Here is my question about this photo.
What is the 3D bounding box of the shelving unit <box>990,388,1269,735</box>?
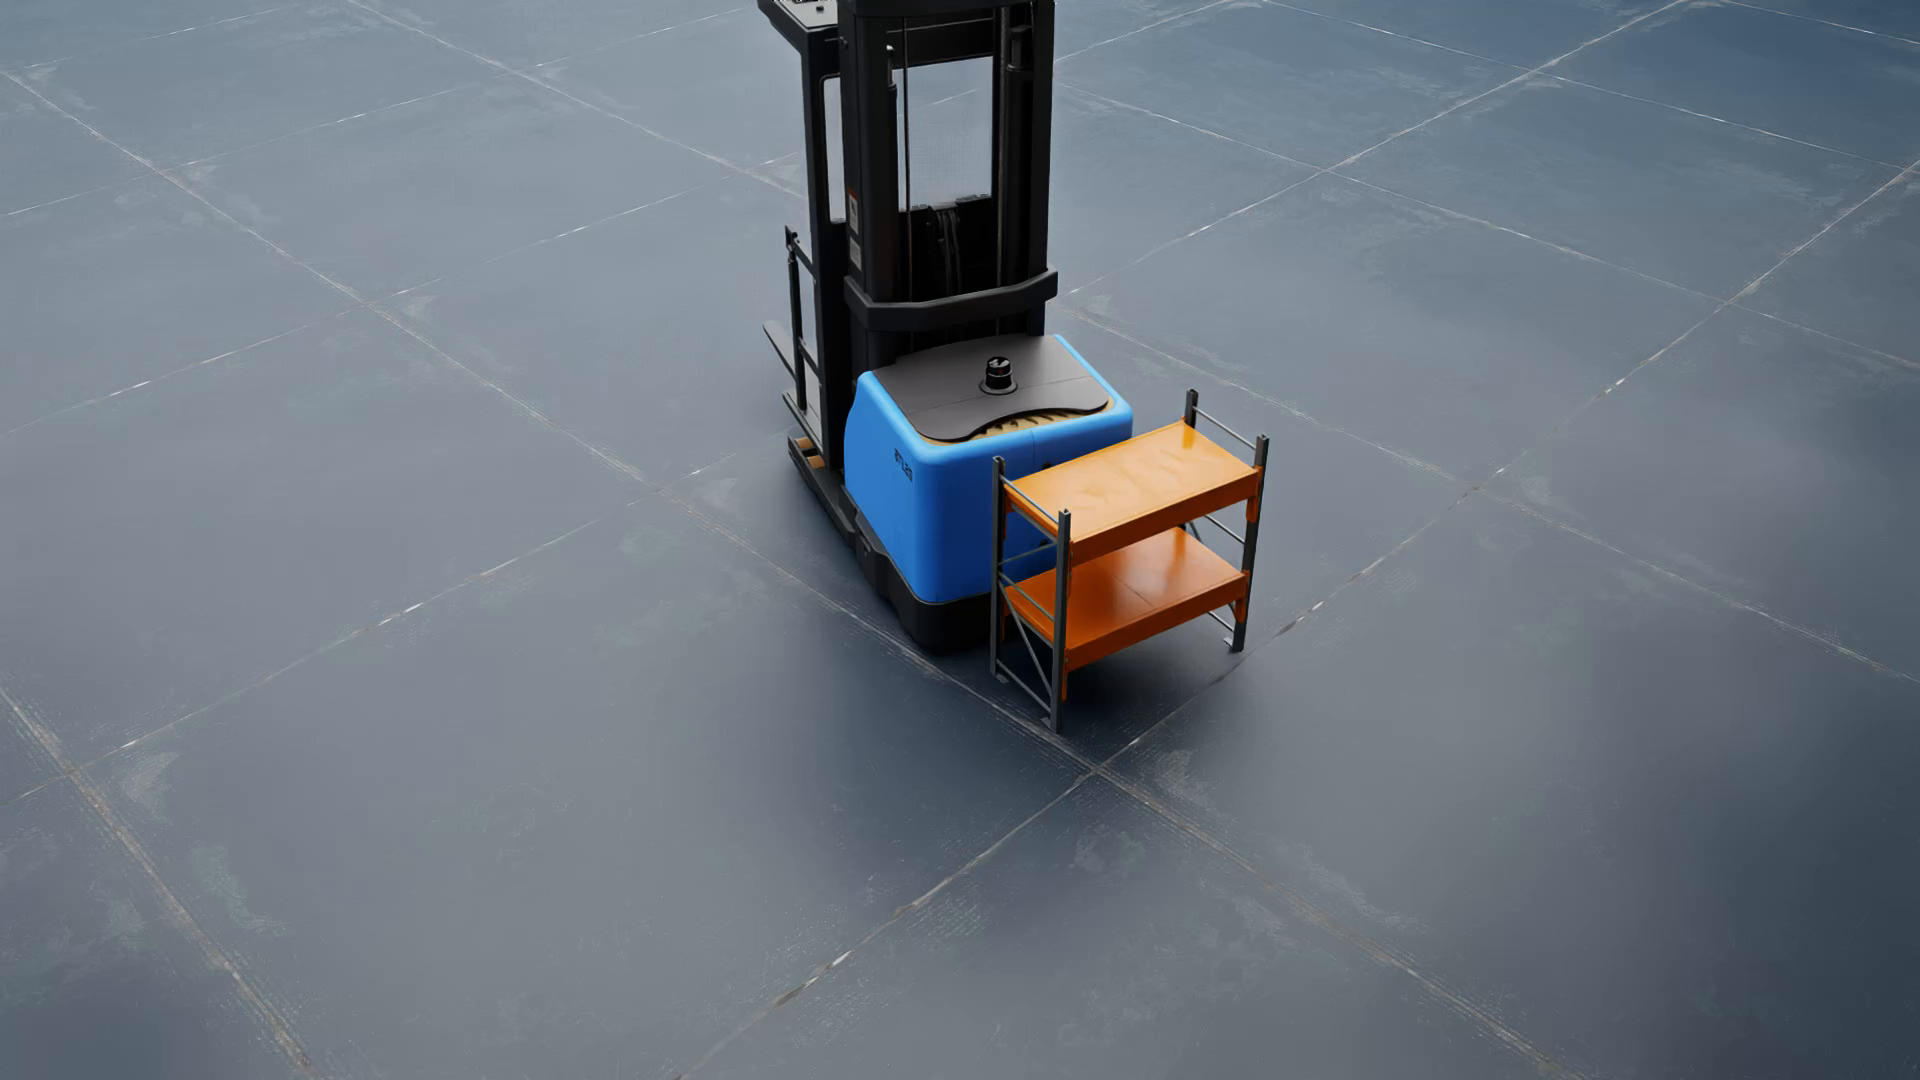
[{"bbox_3d":[0.709,0.082,7.148,1.048,1.125,0.538,-20,40,-27],"label":"shelving unit"}]

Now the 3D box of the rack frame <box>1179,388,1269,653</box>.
[{"bbox_3d":[1.134,-0.076,7.375,0.032,1.125,0.500,-20,40,-27],"label":"rack frame"}]

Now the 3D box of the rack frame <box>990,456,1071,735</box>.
[{"bbox_3d":[0.283,0.241,6.920,0.032,1.125,0.500,-20,40,-27],"label":"rack frame"}]

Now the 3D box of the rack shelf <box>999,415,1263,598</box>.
[{"bbox_3d":[0.708,-0.158,6.981,1.000,0.278,0.538,-20,40,-27],"label":"rack shelf"}]

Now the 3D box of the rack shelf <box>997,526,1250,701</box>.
[{"bbox_3d":[0.709,0.283,7.287,1.000,0.278,0.538,-20,40,-27],"label":"rack shelf"}]

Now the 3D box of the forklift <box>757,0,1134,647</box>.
[{"bbox_3d":[-0.257,-1.560,7.924,1.130,2.935,3.031,-13,37,-18],"label":"forklift"}]
